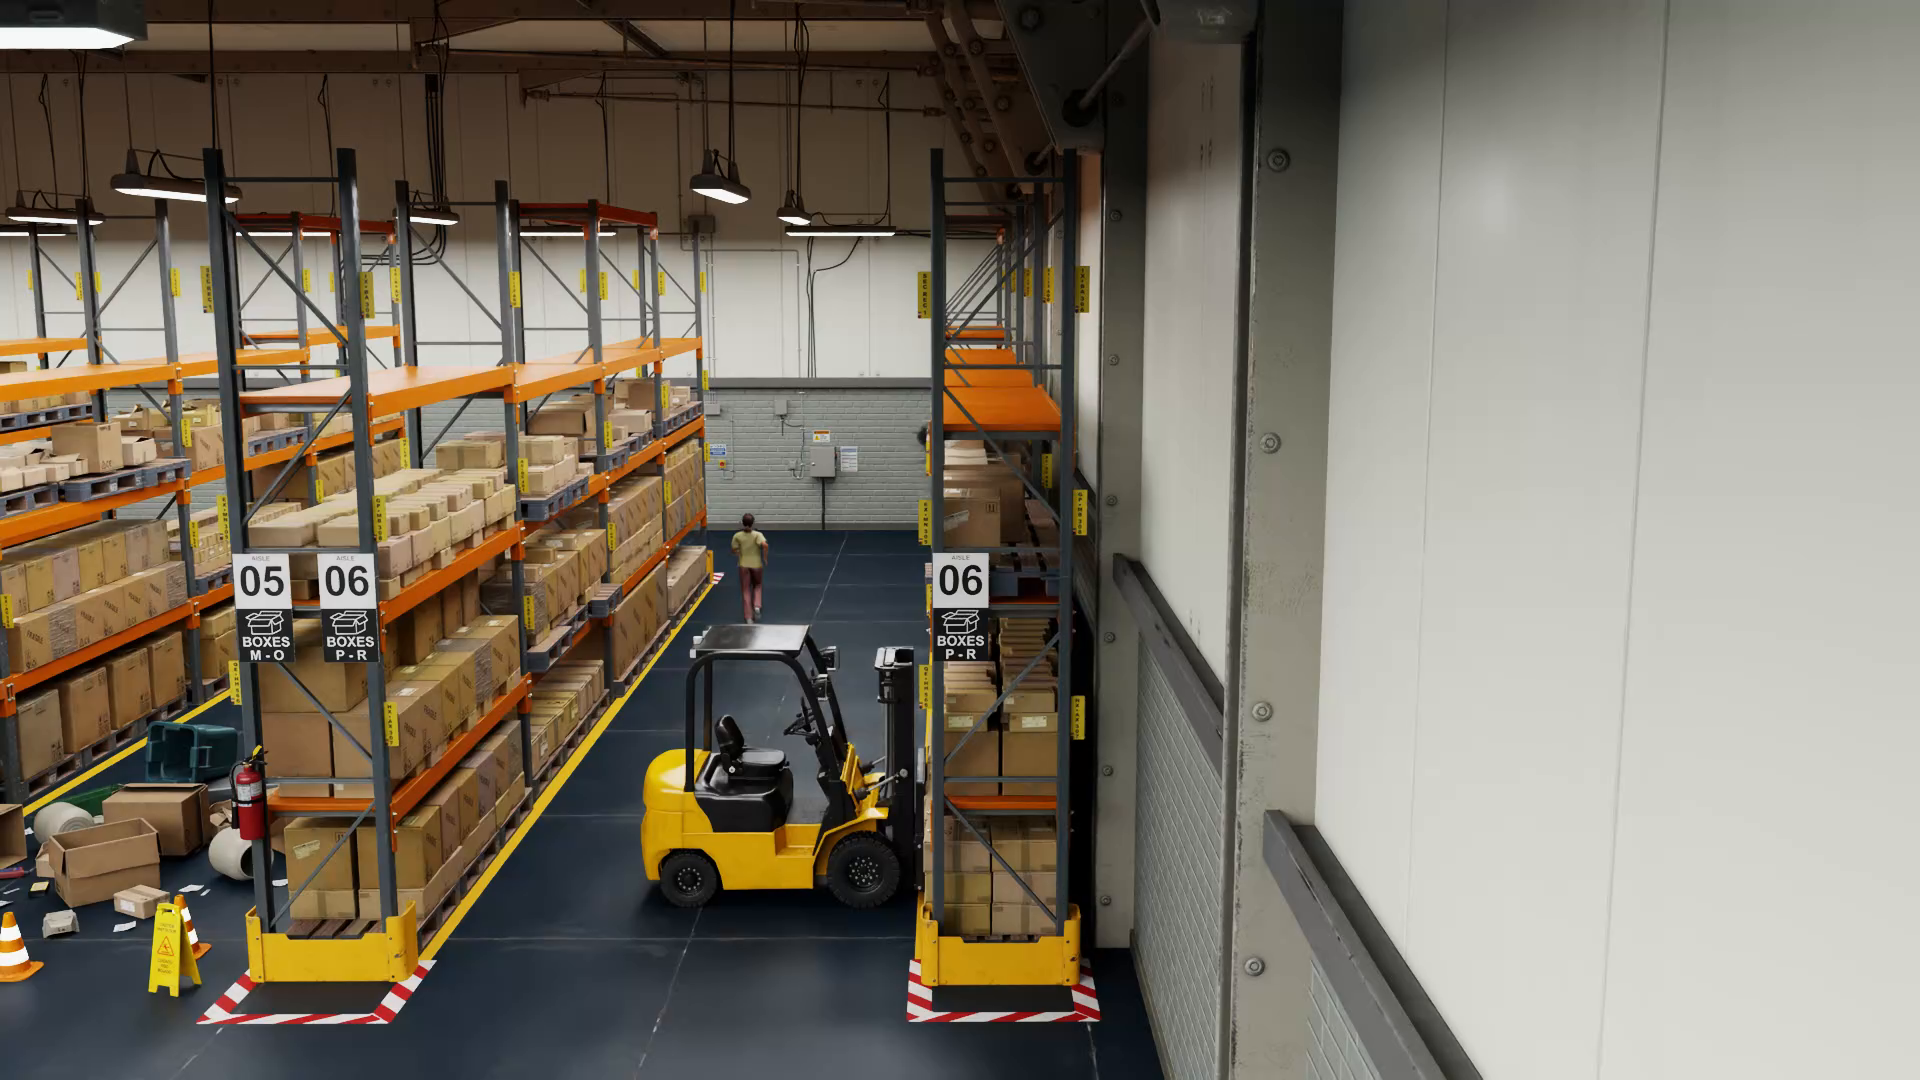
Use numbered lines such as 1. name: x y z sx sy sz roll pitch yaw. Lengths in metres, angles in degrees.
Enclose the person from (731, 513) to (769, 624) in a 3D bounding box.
1. person: -3.098 0.418 24.582 0.549 1.659 0.656 -1 9 -7
